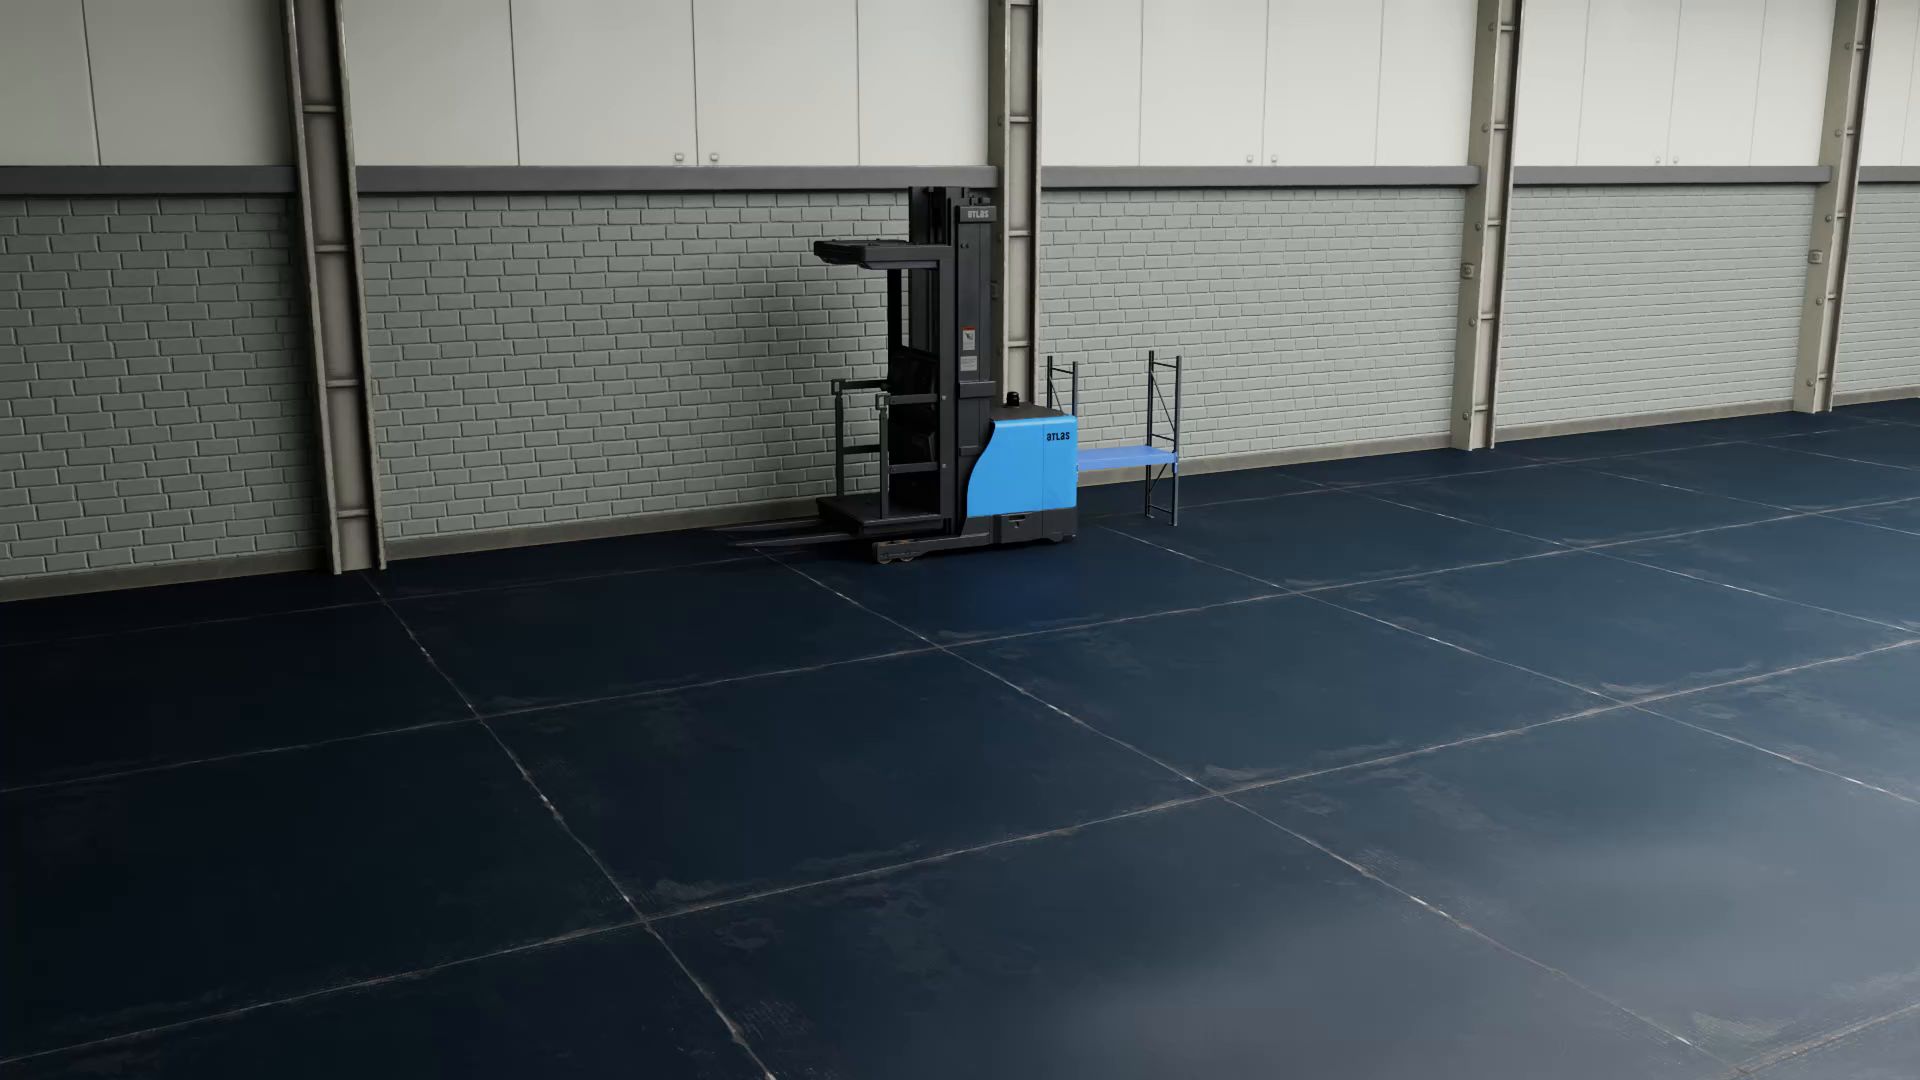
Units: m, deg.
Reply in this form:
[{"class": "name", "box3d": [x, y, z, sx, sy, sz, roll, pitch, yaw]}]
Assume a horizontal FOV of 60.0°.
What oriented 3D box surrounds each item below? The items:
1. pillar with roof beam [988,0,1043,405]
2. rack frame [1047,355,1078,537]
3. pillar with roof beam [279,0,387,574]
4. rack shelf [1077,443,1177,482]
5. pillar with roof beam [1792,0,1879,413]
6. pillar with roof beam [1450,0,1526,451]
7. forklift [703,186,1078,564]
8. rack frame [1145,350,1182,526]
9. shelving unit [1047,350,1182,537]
[{"class": "pillar with roof beam", "box3d": [2.563, -3.974, 11.273, 0.400, 9.000, 9.100, -7, 14, -28]}, {"class": "rack frame", "box3d": [0.871, -0.810, 14.295, 0.032, 1.500, 0.500, -6, 14, -24]}, {"class": "pillar with roof beam", "box3d": [-2.703, -3.343, 8.468, 0.400, 9.000, 9.100, -7, 14, -28]}, {"class": "rack shelf", "box3d": [1.333, -0.682, 14.542, 1.000, 0.185, 0.538, -6, 14, -24]}, {"class": "pillar with roof beam", "box3d": [13.096, -5.237, 16.882, 0.400, 9.000, 9.100, -7, 14, -28]}, {"class": "pillar with roof beam", "box3d": [7.830, -4.605, 14.077, 0.400, 9.000, 9.100, -7, 14, -28]}, {"class": "forklift", "box3d": [-0.568, -1.373, 13.533, 3.031, 2.935, 1.130, -6, 14, -24]}, {"class": "rack frame", "box3d": [1.794, -0.904, 14.710, 0.032, 1.500, 0.500, -6, 14, -24]}, {"class": "shelving unit", "box3d": [1.333, -0.857, 14.502, 1.048, 1.500, 0.538, -6, 14, -24]}]
